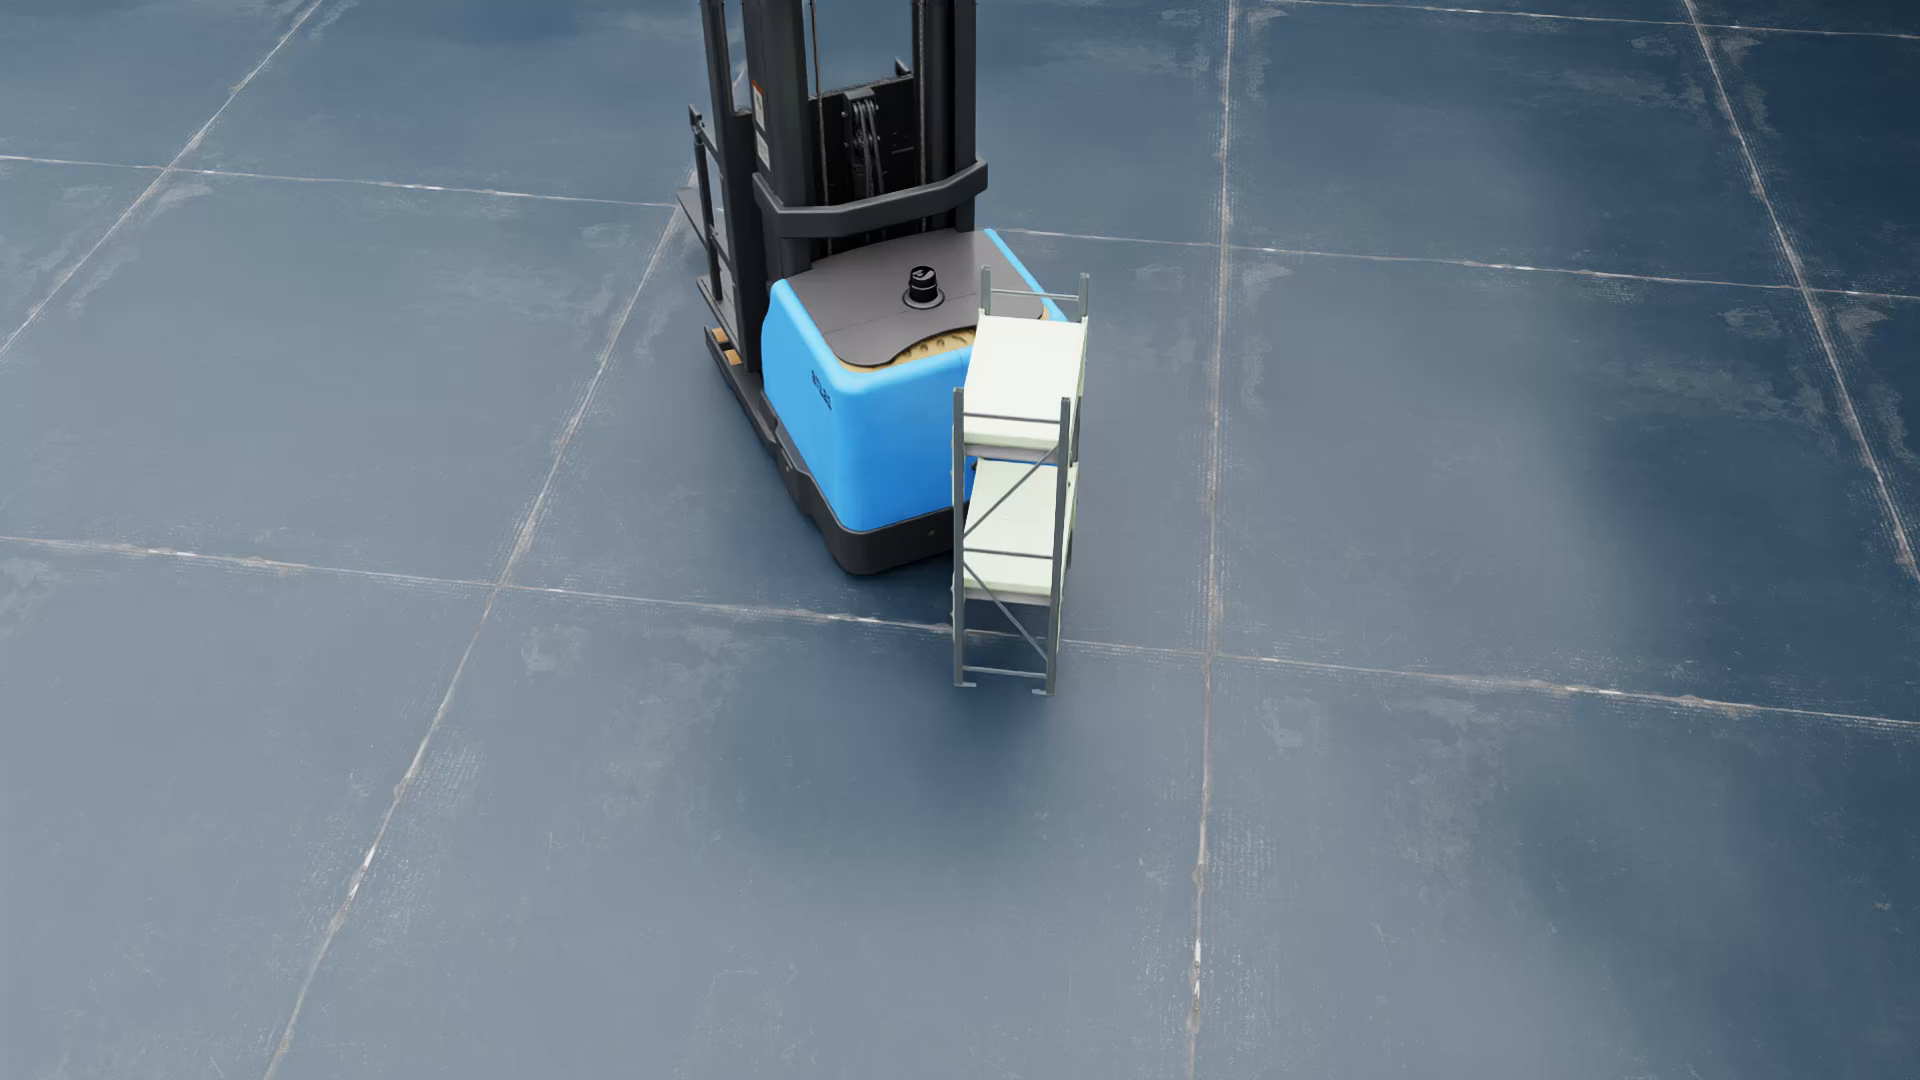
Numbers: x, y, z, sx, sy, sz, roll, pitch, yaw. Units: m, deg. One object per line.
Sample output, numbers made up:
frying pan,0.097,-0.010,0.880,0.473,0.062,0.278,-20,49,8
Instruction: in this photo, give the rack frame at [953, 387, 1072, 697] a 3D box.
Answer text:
rack frame,0.176,0.053,6.126,0.400,1.500,0.023,5,44,6

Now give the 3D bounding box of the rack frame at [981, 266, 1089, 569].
rack frame,0.277,-0.446,6.652,0.400,1.500,0.023,5,44,6

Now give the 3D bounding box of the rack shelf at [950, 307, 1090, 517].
rack shelf,0.227,-0.480,6.121,0.431,0.370,0.720,5,44,6

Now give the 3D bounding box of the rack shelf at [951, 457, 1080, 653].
rack shelf,0.227,0.040,6.613,0.431,0.370,0.720,5,44,6

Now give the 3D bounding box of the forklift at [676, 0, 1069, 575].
forklift,-0.602,-1.938,7.187,1.130,2.935,3.031,-17,46,-17

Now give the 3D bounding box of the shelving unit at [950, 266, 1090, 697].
shelving unit,0.227,-0.196,6.389,0.431,1.500,0.755,5,44,6
